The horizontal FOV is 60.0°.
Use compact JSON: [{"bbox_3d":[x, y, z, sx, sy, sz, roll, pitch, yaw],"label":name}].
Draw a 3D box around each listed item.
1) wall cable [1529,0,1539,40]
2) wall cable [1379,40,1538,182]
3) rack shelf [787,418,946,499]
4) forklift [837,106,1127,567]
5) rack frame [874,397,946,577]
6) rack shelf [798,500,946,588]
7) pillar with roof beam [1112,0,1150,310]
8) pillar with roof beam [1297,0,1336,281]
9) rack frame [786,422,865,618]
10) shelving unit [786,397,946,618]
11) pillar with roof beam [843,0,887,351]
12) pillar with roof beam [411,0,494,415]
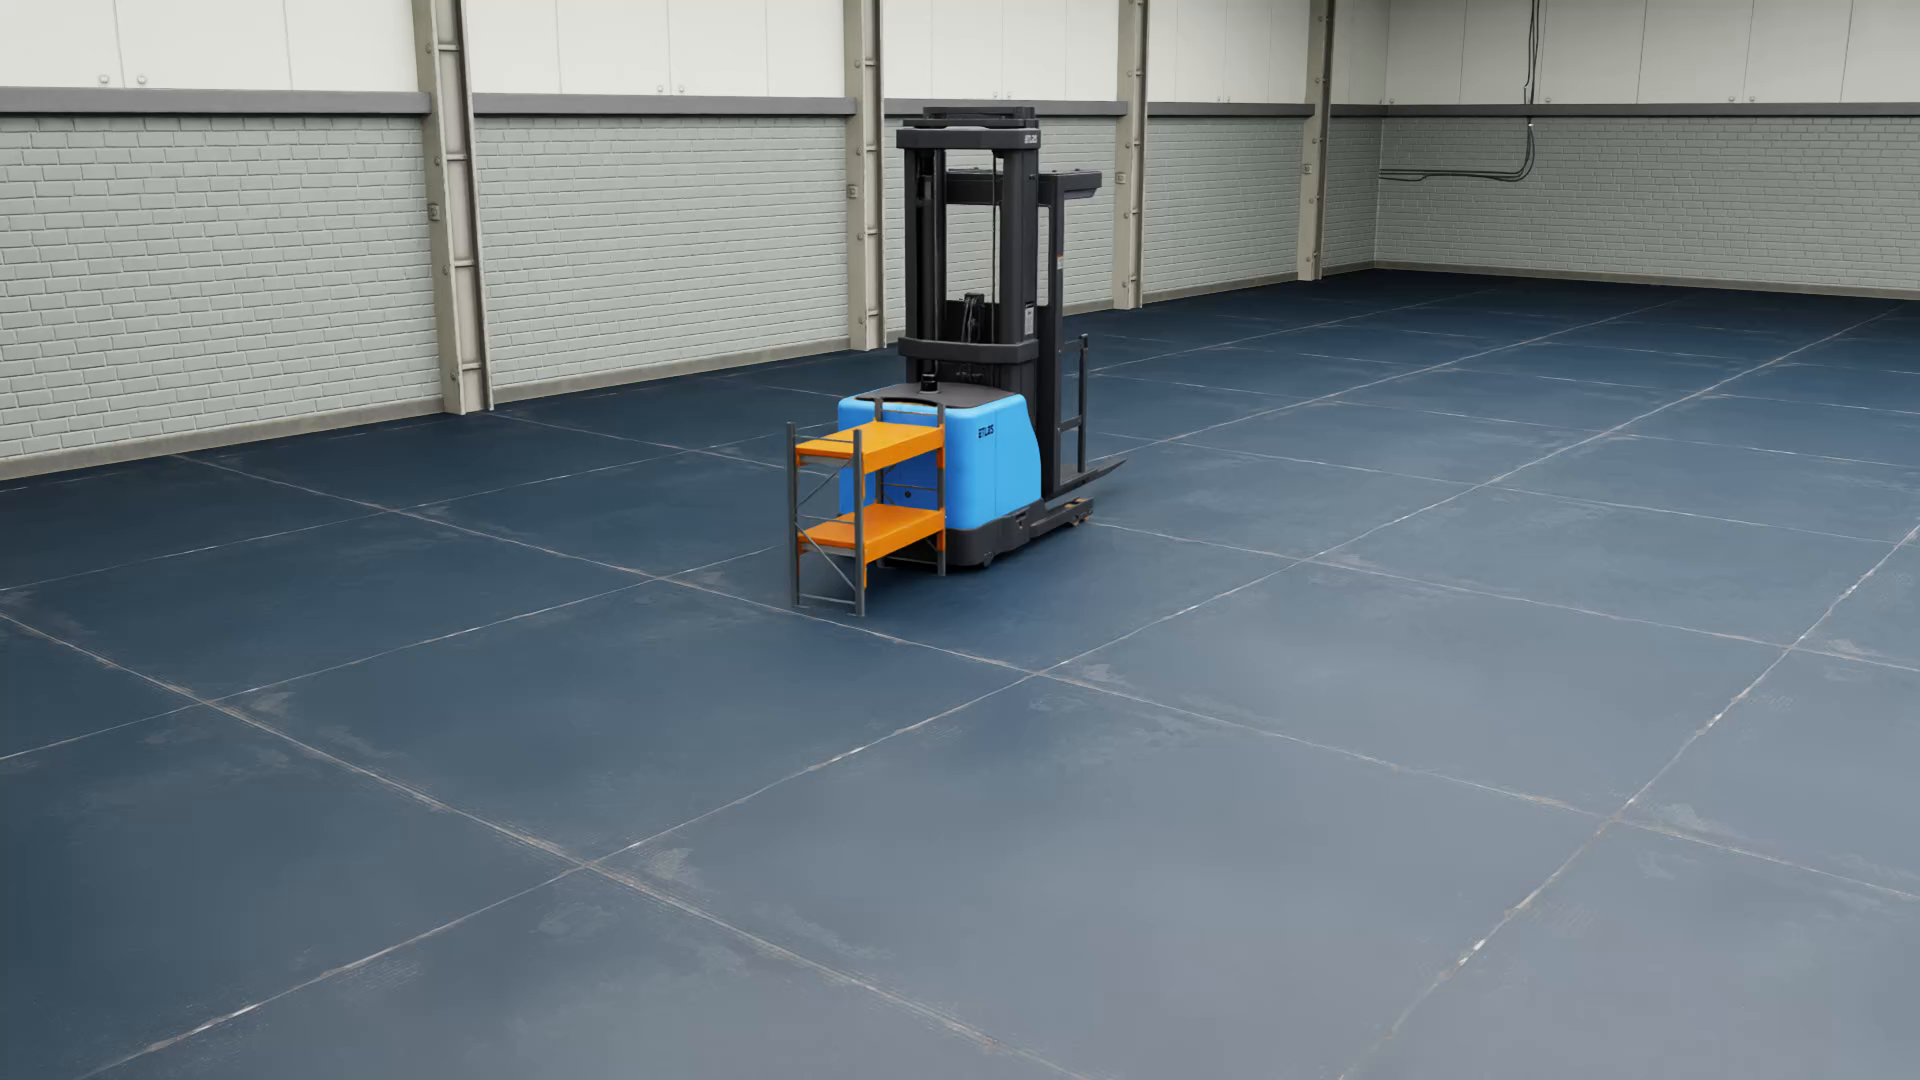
[{"bbox_3d":[11.346,-9.997,28.749,3.097,2.526,0.112,11,18,38],"label":"wall cable"},{"bbox_3d":[9.242,-7.968,31.018,3.097,2.526,0.112,11,18,38],"label":"wall cable"},{"bbox_3d":[-0.555,-0.511,10.160,0.538,0.278,1.000,7,16,27],"label":"rack shelf"},{"bbox_3d":[0.322,-1.564,11.825,1.130,2.935,3.031,8,16,27],"label":"forklift"},{"bbox_3d":[-0.319,-0.338,10.669,0.500,1.125,0.032,7,16,27],"label":"rack frame"},{"bbox_3d":[-0.555,0.010,10.292,0.538,0.278,1.000,7,16,27],"label":"rack shelf"},{"bbox_3d":[5.939,-7.298,22.075,9.100,9.000,0.400,11,18,38],"label":"pillar with roof beam"},{"bbox_3d":[9.710,-8.447,26.598,9.100,9.000,0.400,11,18,38],"label":"pillar with roof beam"},{"bbox_3d":[-0.791,-0.116,9.796,0.500,1.125,0.032,7,16,27],"label":"rack frame"},{"bbox_3d":[-0.555,-0.227,10.232,0.538,1.125,1.048,7,16,27],"label":"shelving unit"},{"bbox_3d":[2.168,-6.149,17.552,9.100,9.000,0.400,11,18,38],"label":"pillar with roof beam"},{"bbox_3d":[-1.603,-5.000,13.029,9.100,9.000,0.400,11,18,38],"label":"pillar with roof beam"}]
